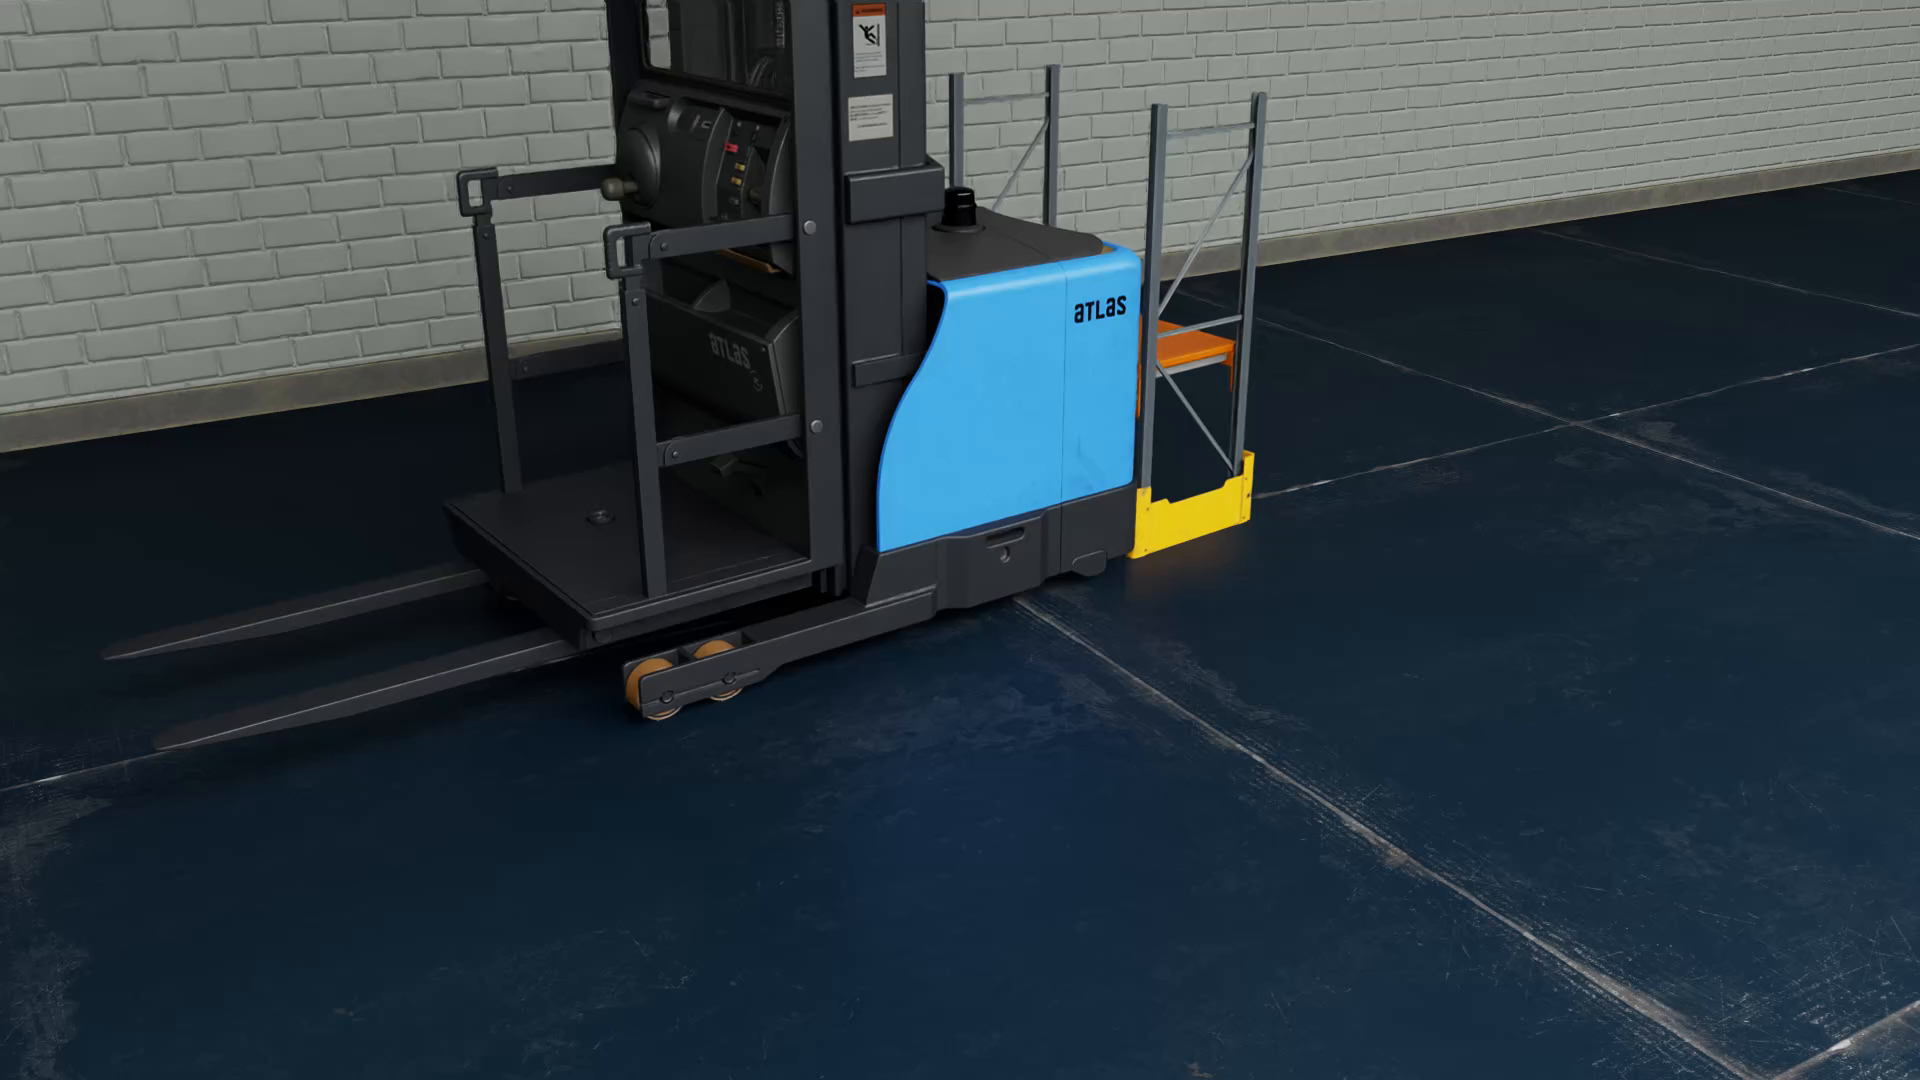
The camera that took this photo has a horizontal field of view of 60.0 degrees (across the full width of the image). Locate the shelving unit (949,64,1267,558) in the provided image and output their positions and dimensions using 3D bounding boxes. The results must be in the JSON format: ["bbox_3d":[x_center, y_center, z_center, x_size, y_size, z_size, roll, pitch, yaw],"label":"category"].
[{"bbox_3d":[0.487,-0.858,5.931,0.587,1.500,1.083,-17,27,-35],"label":"shelving unit"}]

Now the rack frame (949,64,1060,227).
[{"bbox_3d":[0.165,-1.011,6.306,0.500,1.500,0.032,-17,27,-35],"label":"rack frame"}]

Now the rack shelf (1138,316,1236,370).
[{"bbox_3d":[0.481,-0.756,5.980,0.459,0.026,0.952,-17,27,-35],"label":"rack shelf"}]

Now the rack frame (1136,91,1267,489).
[{"bbox_3d":[0.798,-0.711,5.569,0.500,1.500,0.032,-17,27,-35],"label":"rack frame"}]

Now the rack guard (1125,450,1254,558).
[{"bbox_3d":[0.797,-0.132,5.805,0.587,0.250,0.087,-17,27,-35],"label":"rack guard"}]
